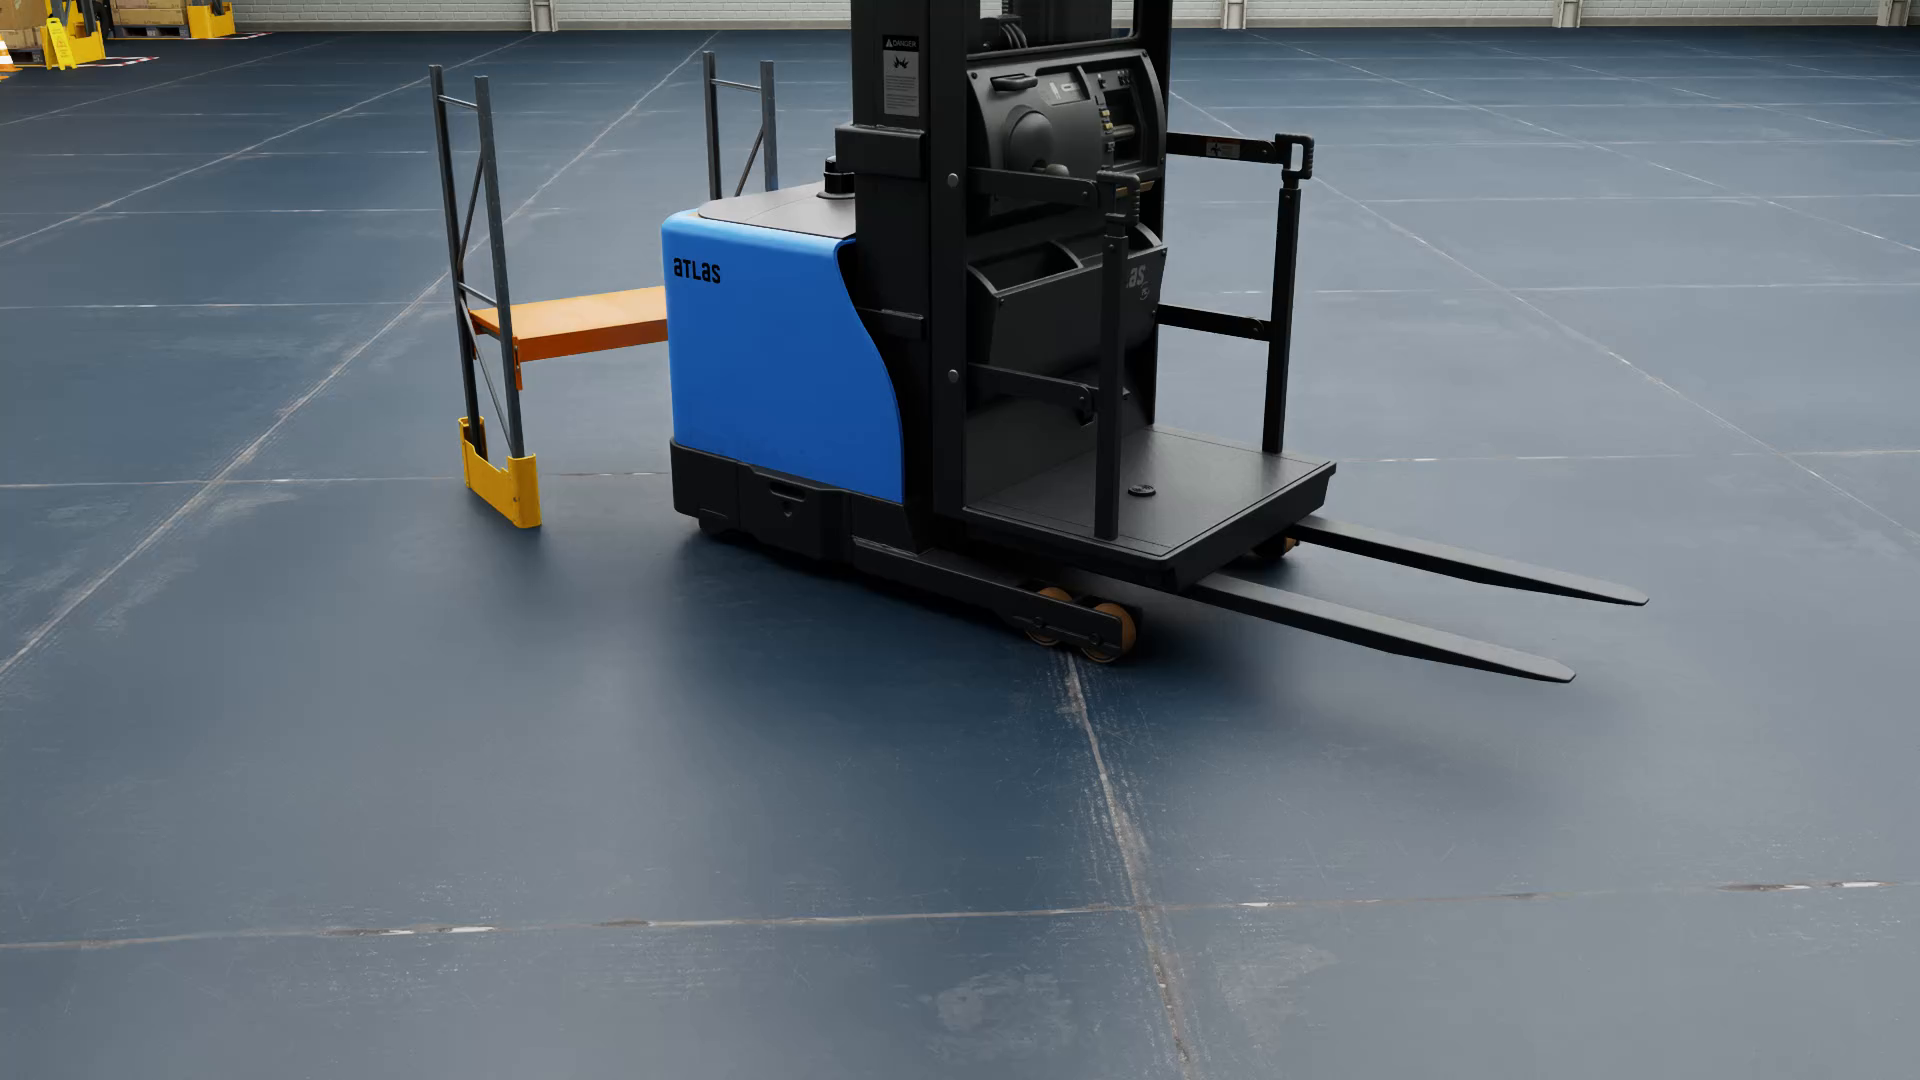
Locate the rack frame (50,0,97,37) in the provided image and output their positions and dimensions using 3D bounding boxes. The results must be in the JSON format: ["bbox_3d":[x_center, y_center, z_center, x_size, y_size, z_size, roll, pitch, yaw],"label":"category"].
[{"bbox_3d":[-12.121,-8.005,22.431,0.127,3.000,1.000,-1,21,-3],"label":"rack frame"}]

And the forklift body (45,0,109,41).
[{"bbox_3d":[-14.197,-8.685,25.410,1.214,2.155,2.313,-1,21,-3],"label":"forklift body"}]

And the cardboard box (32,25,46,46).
[{"bbox_3d":[-12.942,-6.998,23.060,0.500,0.250,0.500,-1,21,-3],"label":"cardboard box"}]

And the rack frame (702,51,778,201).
[{"bbox_3d":[-0.801,-1.035,6.231,0.032,1.500,0.500,-14,25,-32],"label":"rack frame"}]

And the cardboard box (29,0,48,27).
[{"bbox_3d":[-12.966,-7.348,22.925,0.500,0.500,0.500,-2,21,-5],"label":"cardboard box"}]

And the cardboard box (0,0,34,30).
[{"bbox_3d":[-12.906,-7.158,22.426,0.500,0.500,0.500,-1,21,-3],"label":"cardboard box"}]

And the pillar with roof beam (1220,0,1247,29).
[{"bbox_3d":[5.062,-11.714,23.742,0.400,9.000,9.100,-1,21,-3],"label":"pillar with roof beam"}]

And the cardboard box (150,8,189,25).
[{"bbox_3d":[-12.859,-8.558,27.157,0.500,0.250,0.500,-1,21,-3],"label":"cardboard box"}]

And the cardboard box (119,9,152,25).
[{"bbox_3d":[-13.356,-8.551,27.139,0.500,0.250,0.500,-1,21,-3],"label":"cardboard box"}]

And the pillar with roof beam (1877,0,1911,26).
[{"bbox_3d":[17.042,-11.958,24.382,0.400,9.000,9.100,-1,21,-3],"label":"pillar with roof beam"}]

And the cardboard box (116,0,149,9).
[{"bbox_3d":[-13.377,-8.786,27.053,0.500,0.250,0.500,-1,21,-4],"label":"cardboard box"}]

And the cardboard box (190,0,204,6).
[{"bbox_3d":[-12.889,-8.977,27.556,0.500,0.250,0.500,-1,21,-2],"label":"cardboard box"}]

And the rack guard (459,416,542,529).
[{"bbox_3d":[-1.641,-0.248,5.920,0.087,0.250,0.587,-14,25,-32],"label":"rack guard"}]

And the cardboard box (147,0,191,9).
[{"bbox_3d":[-12.876,-8.792,27.070,0.500,0.250,0.500,-1,21,-4],"label":"cardboard box"}]

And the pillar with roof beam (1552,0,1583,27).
[{"bbox_3d":[11.052,-11.836,24.062,0.400,9.000,9.100,-1,21,-3],"label":"pillar with roof beam"}]

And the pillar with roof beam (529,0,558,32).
[{"bbox_3d":[-6.918,-11.470,23.102,0.400,9.000,9.100,-1,21,-3],"label":"pillar with roof beam"}]

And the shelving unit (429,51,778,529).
[{"bbox_3d":[-1.229,-0.931,5.960,1.083,1.500,0.587,-14,25,-32],"label":"shelving unit"}]

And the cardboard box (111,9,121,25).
[{"bbox_3d":[-13.856,-8.544,27.121,0.500,0.250,0.500,-1,21,-2],"label":"cardboard box"}]

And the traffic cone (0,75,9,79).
[{"bbox_3d":[-12.074,-5.965,20.638,0.334,0.463,0.336,-1,21,-3],"label":"traffic cone"}]

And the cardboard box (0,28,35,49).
[{"bbox_3d":[-12.936,-6.804,22.550,0.500,0.250,0.500,-1,21,-3],"label":"cardboard box"}]

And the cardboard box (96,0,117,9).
[{"bbox_3d":[-13.892,-8.768,27.006,0.500,0.250,0.500,-2,21,-4],"label":"cardboard box"}]

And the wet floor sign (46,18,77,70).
[{"bbox_3d":[-11.870,-6.528,21.862,0.232,0.644,0.267,6,22,16],"label":"wet floor sign"}]

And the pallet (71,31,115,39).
[{"bbox_3d":[-14.384,-8.411,27.416,1.213,0.211,1.003,-1,21,-3],"label":"pallet"}]

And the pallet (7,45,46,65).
[{"bbox_3d":[-13.010,-6.696,22.913,1.213,0.211,1.003,-1,21,-3],"label":"pallet"}]

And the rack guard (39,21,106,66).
[{"bbox_3d":[-12.197,-6.835,22.872,0.348,0.500,1.175,-1,21,-3],"label":"rack guard"}]

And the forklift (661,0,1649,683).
[{"bbox_3d":[0.494,-1.235,4.746,3.031,2.935,1.130,15,26,35],"label":"forklift"}]

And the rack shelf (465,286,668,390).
[{"bbox_3d":[-1.221,-0.765,6.028,1.000,0.185,0.538,-14,25,-32],"label":"rack shelf"}]

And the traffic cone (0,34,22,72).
[{"bbox_3d":[-12.476,-6.352,21.656,0.334,0.463,0.336,-1,21,-3],"label":"traffic cone"}]

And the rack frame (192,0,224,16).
[{"bbox_3d":[-12.408,-9.768,27.062,0.127,3.000,1.000,-1,21,-3],"label":"rack frame"}]

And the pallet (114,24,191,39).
[{"bbox_3d":[-13.169,-8.435,27.478,1.213,0.211,1.003,-1,21,-3],"label":"pallet"}]

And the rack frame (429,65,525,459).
[{"bbox_3d":[-1.642,-0.832,5.697,0.032,1.500,0.500,-14,25,-32],"label":"rack frame"}]

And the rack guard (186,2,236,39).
[{"bbox_3d":[-12.384,-8.600,27.508,0.348,0.500,1.175,-1,21,-3],"label":"rack guard"}]
